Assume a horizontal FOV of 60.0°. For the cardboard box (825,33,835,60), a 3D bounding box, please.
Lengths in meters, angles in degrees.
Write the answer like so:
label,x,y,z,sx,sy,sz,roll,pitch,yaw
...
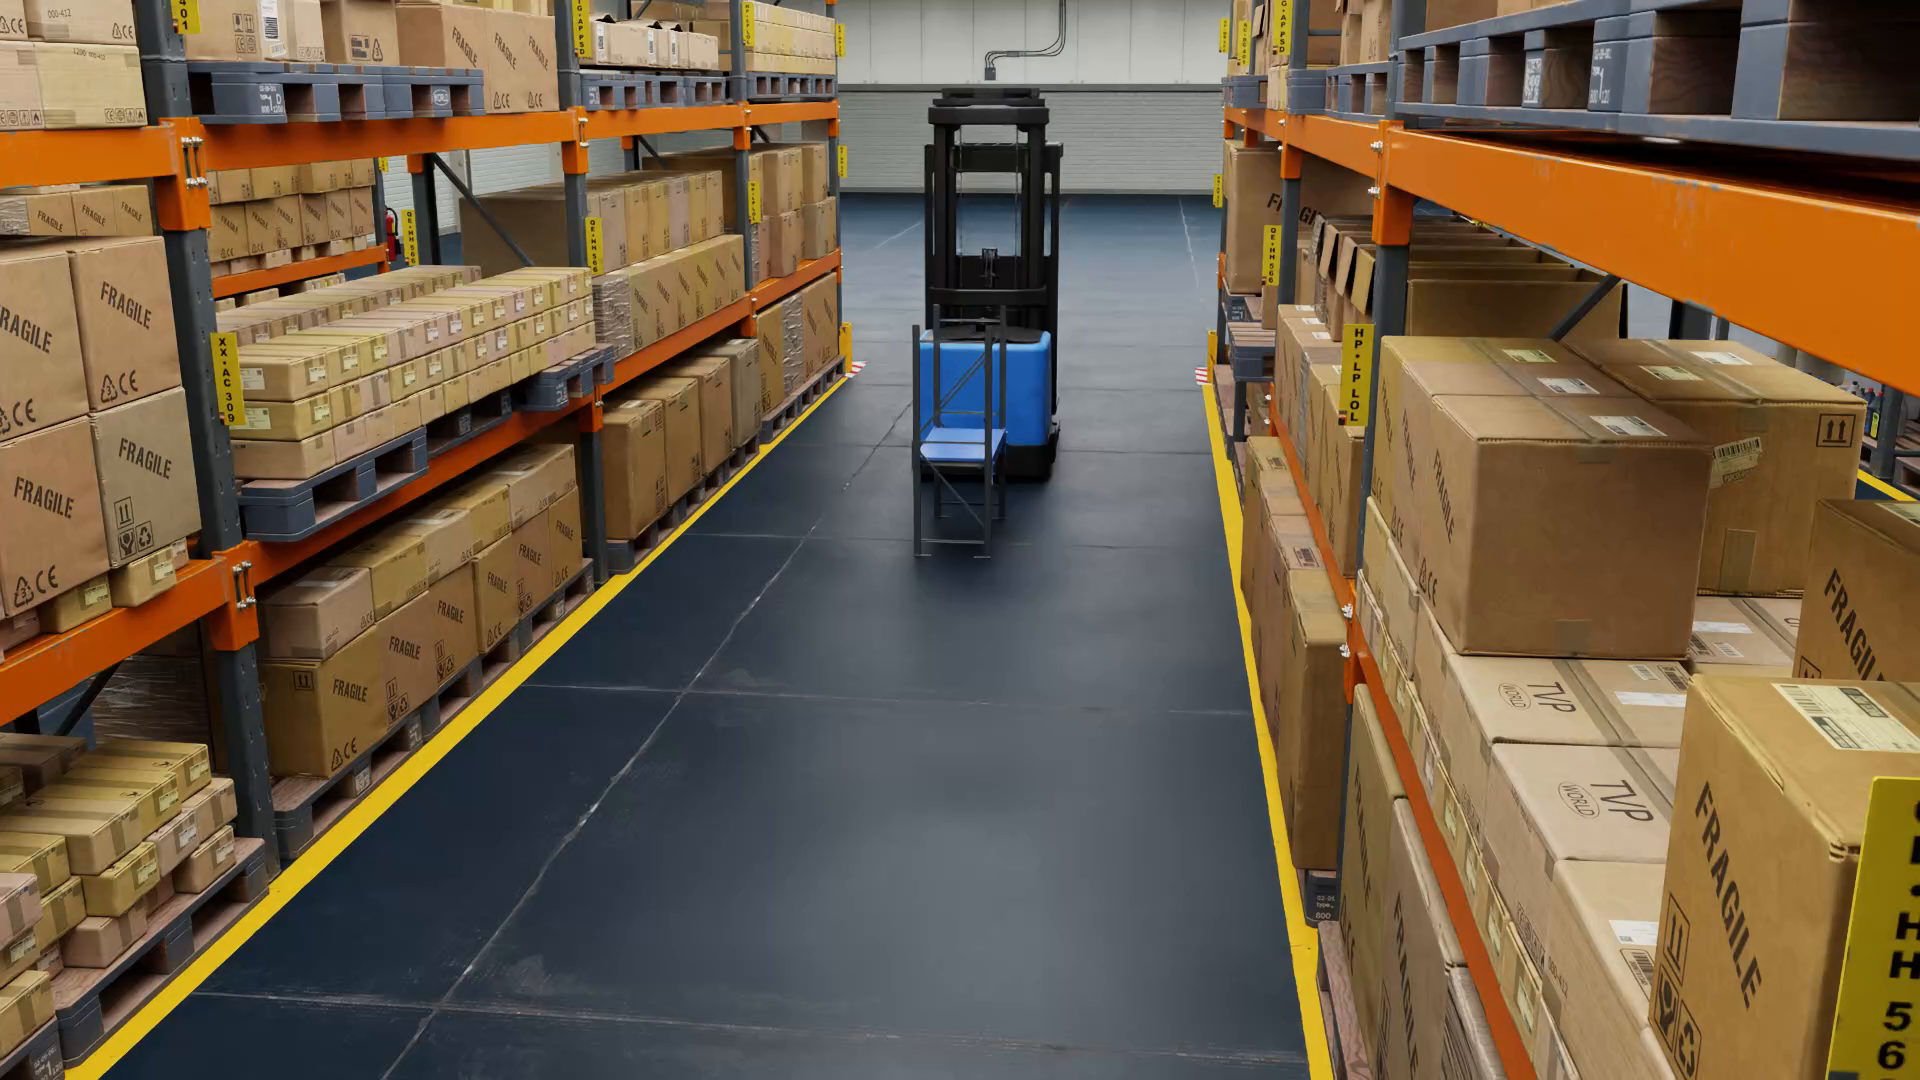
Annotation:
label,x,y,z,sx,sy,sz,roll,pitch,yaw
cardboard box,-1.539,-4.908,16.540,0.500,0.250,0.500,2,15,7

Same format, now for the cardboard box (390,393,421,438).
label,x,y,z,sx,sy,sz,roll,pitch,yaw
cardboard box,-2.527,-0.532,7.061,0.380,0.149,0.250,2,15,7

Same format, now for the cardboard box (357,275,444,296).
label,x,y,z,sx,sy,sz,roll,pitch,yaw
cardboard box,-2.969,-1.319,8.831,0.380,0.149,0.250,2,15,6

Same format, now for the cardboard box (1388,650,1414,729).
label,x,y,z,sx,sy,sz,roll,pitch,yaw
cardboard box,1.350,0.405,4.400,0.380,0.149,0.250,1,15,5

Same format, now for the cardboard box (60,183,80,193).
label,x,y,z,sx,sy,sz,roll,pitch,yaw
cardboard box,-7.035,-2.757,12.803,0.380,0.149,0.250,1,15,5

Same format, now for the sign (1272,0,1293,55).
label,x,y,z,sx,sy,sz,roll,pitch,yaw
sign,1.713,-2.740,8.810,0.100,0.325,0.005,2,15,6

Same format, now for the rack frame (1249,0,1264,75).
label,x,y,z,sx,sy,sz,roll,pitch,yaw
rack frame,2.704,-4.959,12.262,1.000,3.000,0.127,2,15,6

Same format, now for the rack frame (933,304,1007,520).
label,x,y,z,sx,sy,sz,roll,pitch,yaw
rack frame,0.067,-0.878,11.536,0.500,1.500,0.032,2,15,6

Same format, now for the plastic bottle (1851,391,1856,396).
label,x,y,z,sx,sy,sz,roll,pitch,yaw
plastic bottle,7.410,-1.087,13.797,0.061,0.283,0.133,3,15,10

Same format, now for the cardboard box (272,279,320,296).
label,x,y,z,sx,sy,sz,roll,pitch,yaw
cardboard box,-6.561,-2.497,16.433,0.380,0.149,0.250,2,15,9

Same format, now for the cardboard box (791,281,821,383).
label,x,y,z,sx,sy,sz,roll,pitch,yaw
cardboard box,-1.870,-2.044,16.240,0.875,0.875,0.875,1,15,5

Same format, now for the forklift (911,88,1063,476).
label,x,y,z,sx,sy,sz,roll,pitch,yaw
forklift,0.282,-2.233,13.805,1.130,2.935,3.031,1,15,5

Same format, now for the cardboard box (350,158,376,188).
label,x,y,z,sx,sy,sz,roll,pitch,yaw
cardboard box,-6.532,-3.928,17.265,0.700,0.500,0.500,1,15,5

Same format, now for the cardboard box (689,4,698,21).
label,x,y,z,sx,sy,sz,roll,pitch,yaw
cardboard box,-2.431,-4.433,14.020,0.380,0.149,0.250,2,15,6

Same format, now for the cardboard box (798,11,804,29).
label,x,y,z,sx,sy,sz,roll,pitch,yaw
cardboard box,-1.635,-4.742,15.165,0.380,0.149,0.250,2,15,7

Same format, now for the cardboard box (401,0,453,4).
label,x,y,z,sx,sy,sz,roll,pitch,yaw
cardboard box,-2.577,-2.617,7.689,0.396,0.266,0.258,2,15,6

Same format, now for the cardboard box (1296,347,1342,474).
label,x,y,z,sx,sy,sz,roll,pitch,yaw
cardboard box,1.759,-0.559,7.293,0.500,0.500,0.500,2,15,6

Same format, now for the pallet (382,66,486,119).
label,x,y,z,sx,sy,sz,roll,pitch,yaw
pallet,-2.826,-1.944,7.218,1.213,0.211,1.003,2,15,6

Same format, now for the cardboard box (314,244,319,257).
label,x,y,z,sx,sy,sz,roll,pitch,yaw
cardboard box,-6.657,-2.903,16.633,0.380,0.149,0.250,2,15,7

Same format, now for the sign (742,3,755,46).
label,x,y,z,sx,sy,sz,roll,pitch,yaw
sign,-1.673,-4.071,13.132,0.100,0.325,0.005,2,15,6

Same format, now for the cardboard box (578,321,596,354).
label,x,y,z,sx,sy,sz,roll,pitch,yaw
cardboard box,-2.263,-1.138,9.300,0.380,0.149,0.250,2,15,7

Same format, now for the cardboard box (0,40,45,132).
label,x,y,z,sx,sy,sz,roll,pitch,yaw
cardboard box,-2.971,-1.272,4.659,0.500,0.250,0.500,2,15,6

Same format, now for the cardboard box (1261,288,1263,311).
label,x,y,z,sx,sy,sz,roll,pitch,yaw
cardboard box,2.172,-1.604,10.800,0.396,0.266,0.258,1,15,5

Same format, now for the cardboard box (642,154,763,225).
label,x,y,z,sx,sy,sz,roll,pitch,yaw
cardboard box,-2.137,-2.924,13.872,0.875,0.550,0.550,2,15,6

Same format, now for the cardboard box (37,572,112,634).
label,x,y,z,sx,sy,sz,roll,pitch,yaw
cardboard box,-2.926,0.179,5.233,0.380,0.149,0.250,2,15,8

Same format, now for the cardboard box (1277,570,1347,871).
label,x,y,z,sx,sy,sz,roll,pitch,yaw
cardboard box,1.853,0.668,6.210,1.225,0.875,0.875,2,15,6

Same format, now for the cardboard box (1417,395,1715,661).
label,x,y,z,sx,sy,sz,roll,pitch,yaw
cardboard box,1.376,-0.042,3.852,0.500,0.500,0.500,1,15,4

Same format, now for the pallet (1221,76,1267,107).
label,x,y,z,sx,sy,sz,roll,pitch,yaw
pallet,2.528,-3.263,12.098,1.213,0.211,1.003,2,15,6

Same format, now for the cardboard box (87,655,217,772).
label,x,y,z,sx,sy,sz,roll,pitch,yaw
cardboard box,-3.283,0.644,7.018,0.500,0.500,0.500,1,15,5

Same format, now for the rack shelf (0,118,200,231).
label,x,y,z,sx,sy,sz,roll,pitch,yaw
rack shelf,-3.341,-0.742,3.793,1.077,0.370,4.000,2,15,6

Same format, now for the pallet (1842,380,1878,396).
label,x,y,z,sx,sy,sz,roll,pitch,yaw
pallet,8.018,-1.377,15.850,1.003,0.211,1.213,2,15,6

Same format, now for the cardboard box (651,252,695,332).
label,x,y,z,sx,sy,sz,roll,pitch,yaw
cardboard box,-2.175,-1.747,11.683,0.500,0.500,0.500,2,15,6

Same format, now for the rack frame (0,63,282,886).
label,x,y,z,sx,sy,sz,roll,pitch,yaw
rack frame,-3.116,-0.160,6.009,1.000,3.000,0.127,2,15,6

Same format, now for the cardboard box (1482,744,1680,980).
label,x,y,z,sx,sy,sz,roll,pitch,yaw
cardboard box,1.256,0.581,2.984,0.500,0.250,0.500,1,15,4

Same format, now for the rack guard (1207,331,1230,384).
label,x,y,z,sx,sy,sz,roll,pitch,yaw
rack guard,3.147,-1.874,17.135,1.175,0.500,0.348,2,15,6

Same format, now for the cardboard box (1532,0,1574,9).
label,x,y,z,sx,sy,sz,roll,pitch,yaw
cardboard box,1.507,-1.260,3.141,0.700,0.500,0.500,2,15,9

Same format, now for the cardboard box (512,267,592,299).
label,x,y,z,sx,sy,sz,roll,pitch,yaw
cardboard box,-2.264,-1.426,9.226,0.380,0.149,0.250,1,15,4

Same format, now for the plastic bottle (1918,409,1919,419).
label,x,y,z,sx,sy,sz,roll,pitch,yaw
plastic bottle,8.198,-1.207,14.112,0.144,0.351,0.185,2,15,6

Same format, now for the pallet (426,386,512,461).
label,x,y,z,sx,sy,sz,roll,pitch,yaw
pallet,-2.847,-0.591,7.967,1.003,0.211,1.213,2,15,6

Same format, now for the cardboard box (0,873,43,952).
label,x,y,z,sx,sy,sz,roll,pitch,yaw
cardboard box,-2.953,1.096,4.880,0.380,0.149,0.250,1,15,4

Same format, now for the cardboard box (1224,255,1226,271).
label,x,y,z,sx,sy,sz,roll,pitch,yaw
cardboard box,2.620,-2.526,15.239,0.380,0.149,0.250,2,15,6

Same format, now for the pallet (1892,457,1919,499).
label,x,y,z,sx,sy,sz,roll,pitch,yaw
pallet,7.575,-0.366,12.112,1.003,0.211,1.213,2,15,6

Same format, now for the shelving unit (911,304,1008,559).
label,x,y,z,sx,sy,sz,roll,pitch,yaw
shelving unit,0.010,-0.746,11.048,0.538,1.500,1.048,2,15,6

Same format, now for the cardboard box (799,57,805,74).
label,x,y,z,sx,sy,sz,roll,pitch,yaw
cardboard box,-1.635,-4.359,15.274,0.380,0.149,0.250,2,15,7

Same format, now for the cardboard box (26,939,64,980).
label,x,y,z,sx,sy,sz,roll,pitch,yaw
cardboard box,-3.050,1.325,5.173,0.380,0.149,0.250,1,15,5

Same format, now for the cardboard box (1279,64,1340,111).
label,x,y,z,sx,sy,sz,roll,pitch,yaw
cardboard box,2.062,-2.532,9.319,0.500,0.250,0.500,2,15,6

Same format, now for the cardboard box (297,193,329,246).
label,x,y,z,sx,sy,sz,roll,pitch,yaw
cardboard box,-6.600,-3.176,16.399,0.500,0.500,0.500,2,15,6

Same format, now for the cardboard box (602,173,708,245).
label,x,y,z,sx,sy,sz,roll,pitch,yaw
cardboard box,-2.319,-2.504,12.568,0.700,0.500,0.500,1,15,5

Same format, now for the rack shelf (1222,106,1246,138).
label,x,y,z,sx,sy,sz,roll,pitch,yaw
rack shelf,2.929,-3.682,14.666,1.077,0.370,4.000,2,15,6

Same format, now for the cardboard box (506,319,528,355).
label,x,y,z,sx,sy,sz,roll,pitch,yaw
cardboard box,-2.382,-1.014,8.274,0.380,0.149,0.250,2,15,6

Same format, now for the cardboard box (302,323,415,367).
label,x,y,z,sx,sy,sz,roll,pitch,yaw
cardboard box,-2.527,-0.821,6.990,0.380,0.149,0.250,1,15,6
